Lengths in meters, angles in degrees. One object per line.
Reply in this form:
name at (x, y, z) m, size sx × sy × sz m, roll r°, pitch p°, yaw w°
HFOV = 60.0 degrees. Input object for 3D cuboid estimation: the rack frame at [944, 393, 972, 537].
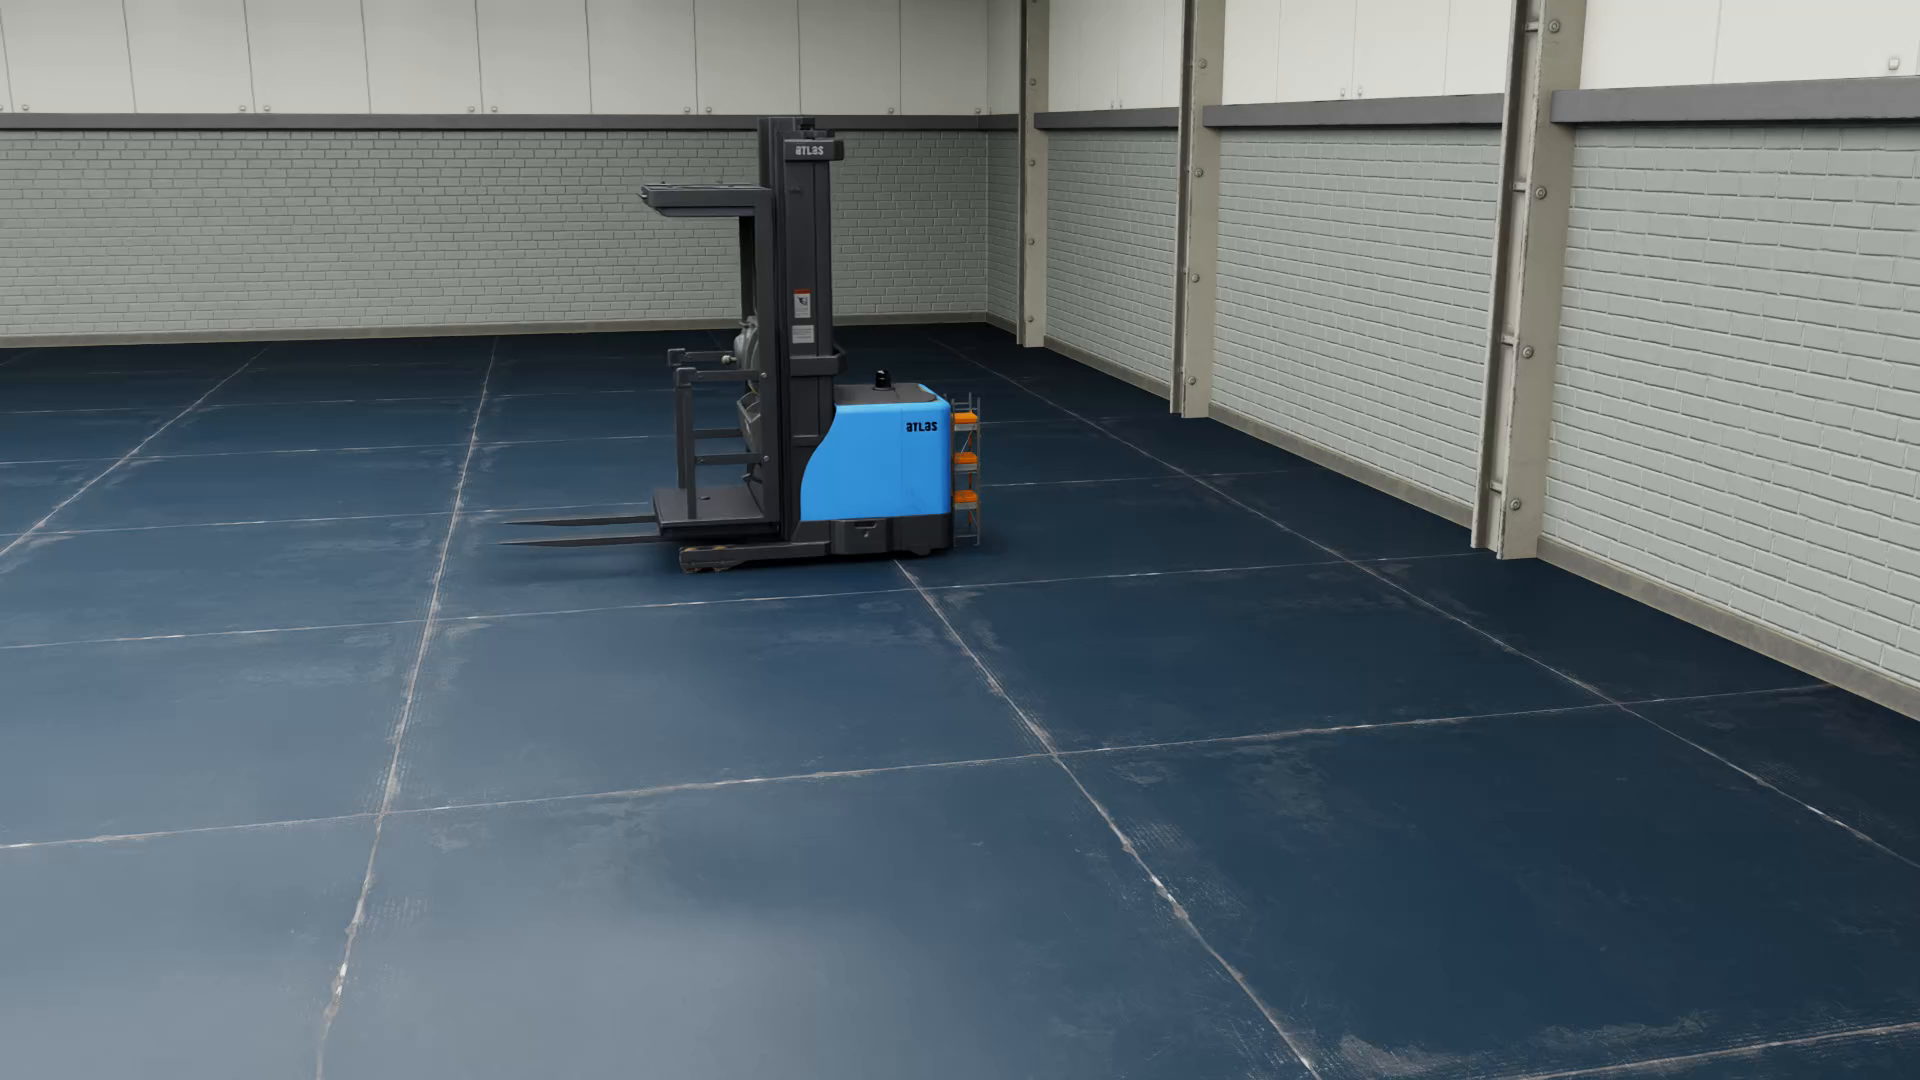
rack frame at (-0.016, -0.526, 11.867) m, size 0.200 × 1.050 × 0.008 m, roll -3°, pitch 14°, yaw -13°

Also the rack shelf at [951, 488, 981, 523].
rack shelf at (0.013, -0.217, 11.820) m, size 0.215 × 0.259 × 0.240 m, roll -3°, pitch 14°, yaw -13°

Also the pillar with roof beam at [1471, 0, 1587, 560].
pillar with roof beam at (-0.383, -4.051, 9.549) m, size 9.100 × 9.000 × 0.400 m, roll -3°, pitch 14°, yaw -13°

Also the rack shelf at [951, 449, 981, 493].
rack shelf at (0.013, -0.487, 11.754) m, size 0.215 × 0.259 × 0.240 m, roll -3°, pitch 14°, yaw -13°

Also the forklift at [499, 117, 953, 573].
forklift at (-1.620, -1.343, 11.248) m, size 3.031 × 2.935 × 1.130 m, roll -3°, pitch 14°, yaw -13°

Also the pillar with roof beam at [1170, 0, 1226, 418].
pillar with roof beam at (-1.792, -5.436, 15.215) m, size 9.100 × 9.000 × 0.400 m, roll -3°, pitch 14°, yaw -13°

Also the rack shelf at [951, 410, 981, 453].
rack shelf at (0.013, -0.763, 11.687) m, size 0.215 × 0.259 × 0.240 m, roll -3°, pitch 14°, yaw -13°

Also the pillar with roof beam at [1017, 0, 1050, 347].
pillar with roof beam at (-3.202, -6.820, 20.880) m, size 9.100 × 9.000 × 0.400 m, roll -3°, pitch 14°, yaw -13°

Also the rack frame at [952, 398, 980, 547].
rack frame at (0.041, -0.470, 11.637) m, size 0.200 × 1.050 × 0.008 m, roll -3°, pitch 14°, yaw -13°

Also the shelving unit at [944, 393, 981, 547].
shelving unit at (0.013, -0.498, 11.752) m, size 0.215 × 1.050 × 0.252 m, roll -3°, pitch 14°, yaw -13°
